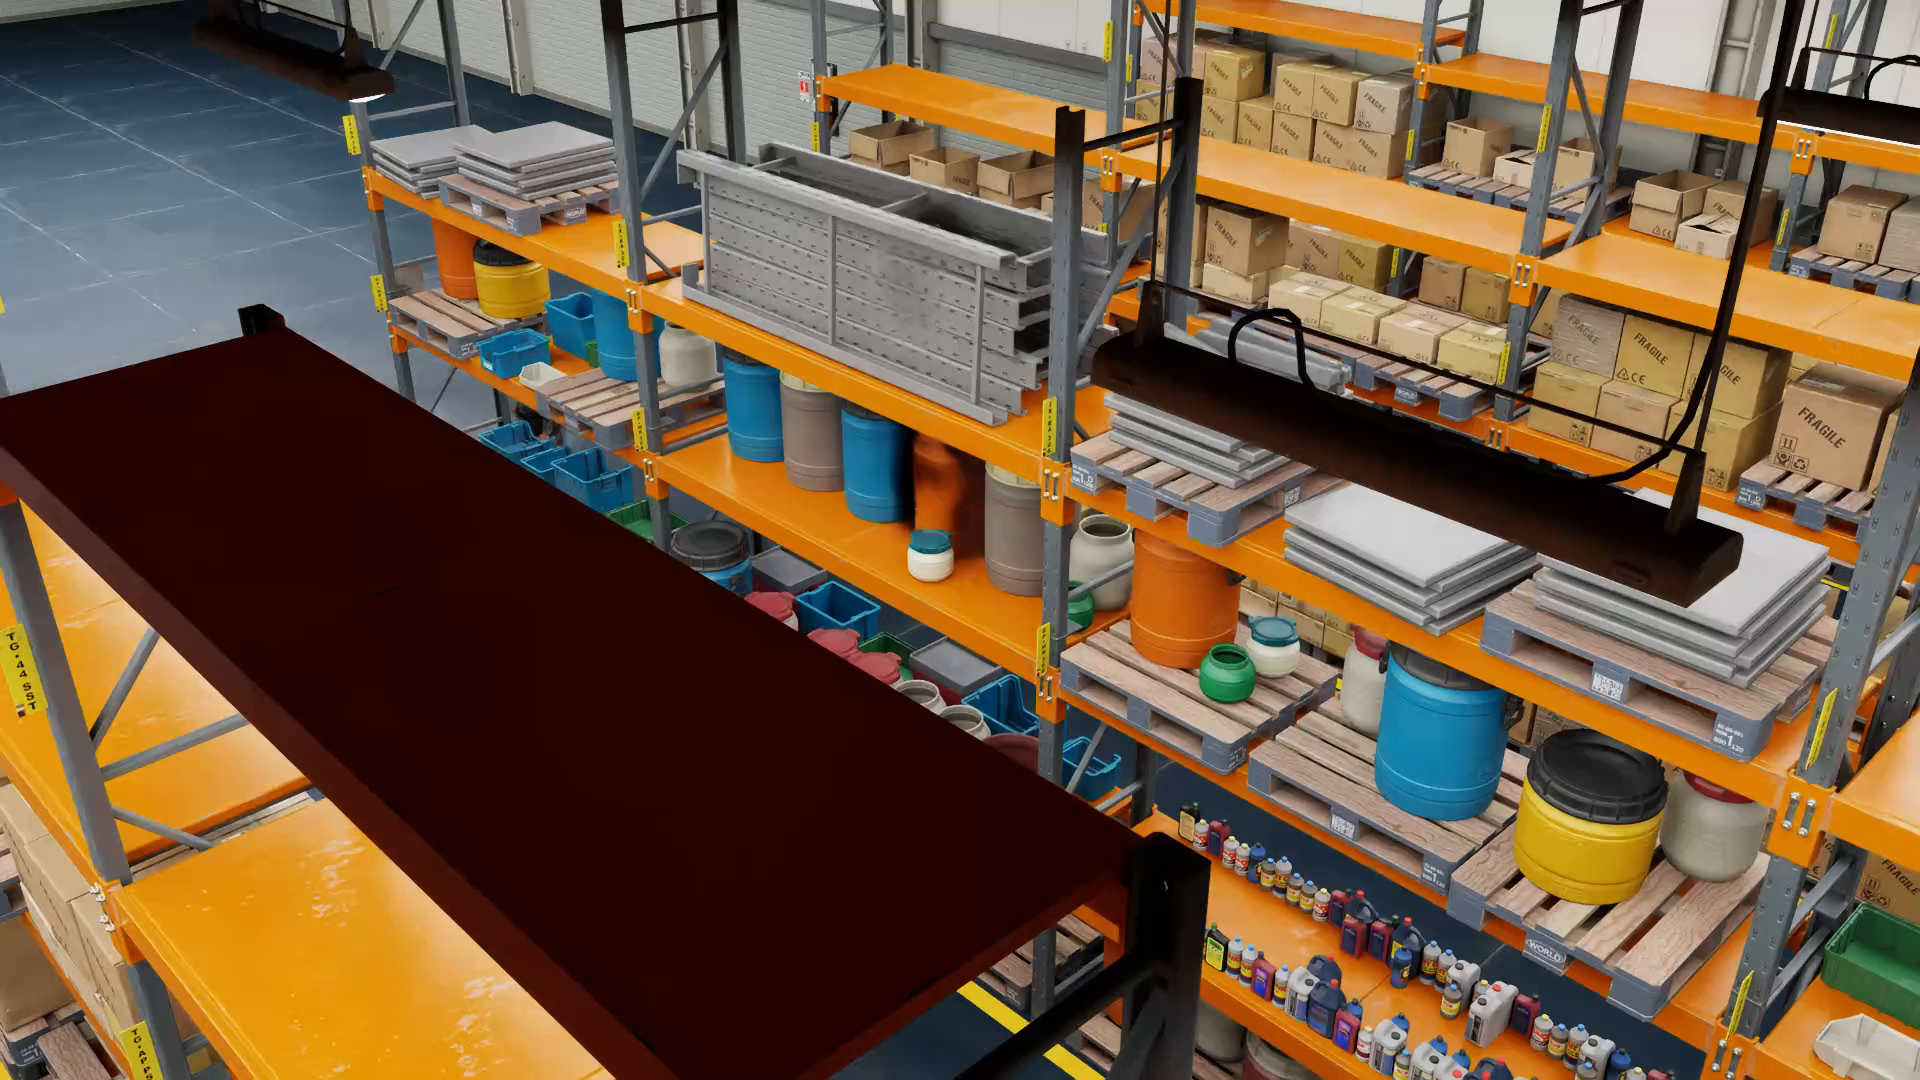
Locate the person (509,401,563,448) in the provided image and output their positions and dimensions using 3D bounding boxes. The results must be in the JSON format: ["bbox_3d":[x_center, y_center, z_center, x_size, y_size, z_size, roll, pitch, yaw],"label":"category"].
[{"bbox_3d":[-4.207,-1.008,16.920,0.958,1.722,0.593,2,28,4],"label":"person"}]

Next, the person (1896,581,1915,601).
[{"bbox_3d":[7.291,1.015,13.110,0.722,1.786,0.690,22,35,35],"label":"person"}]
